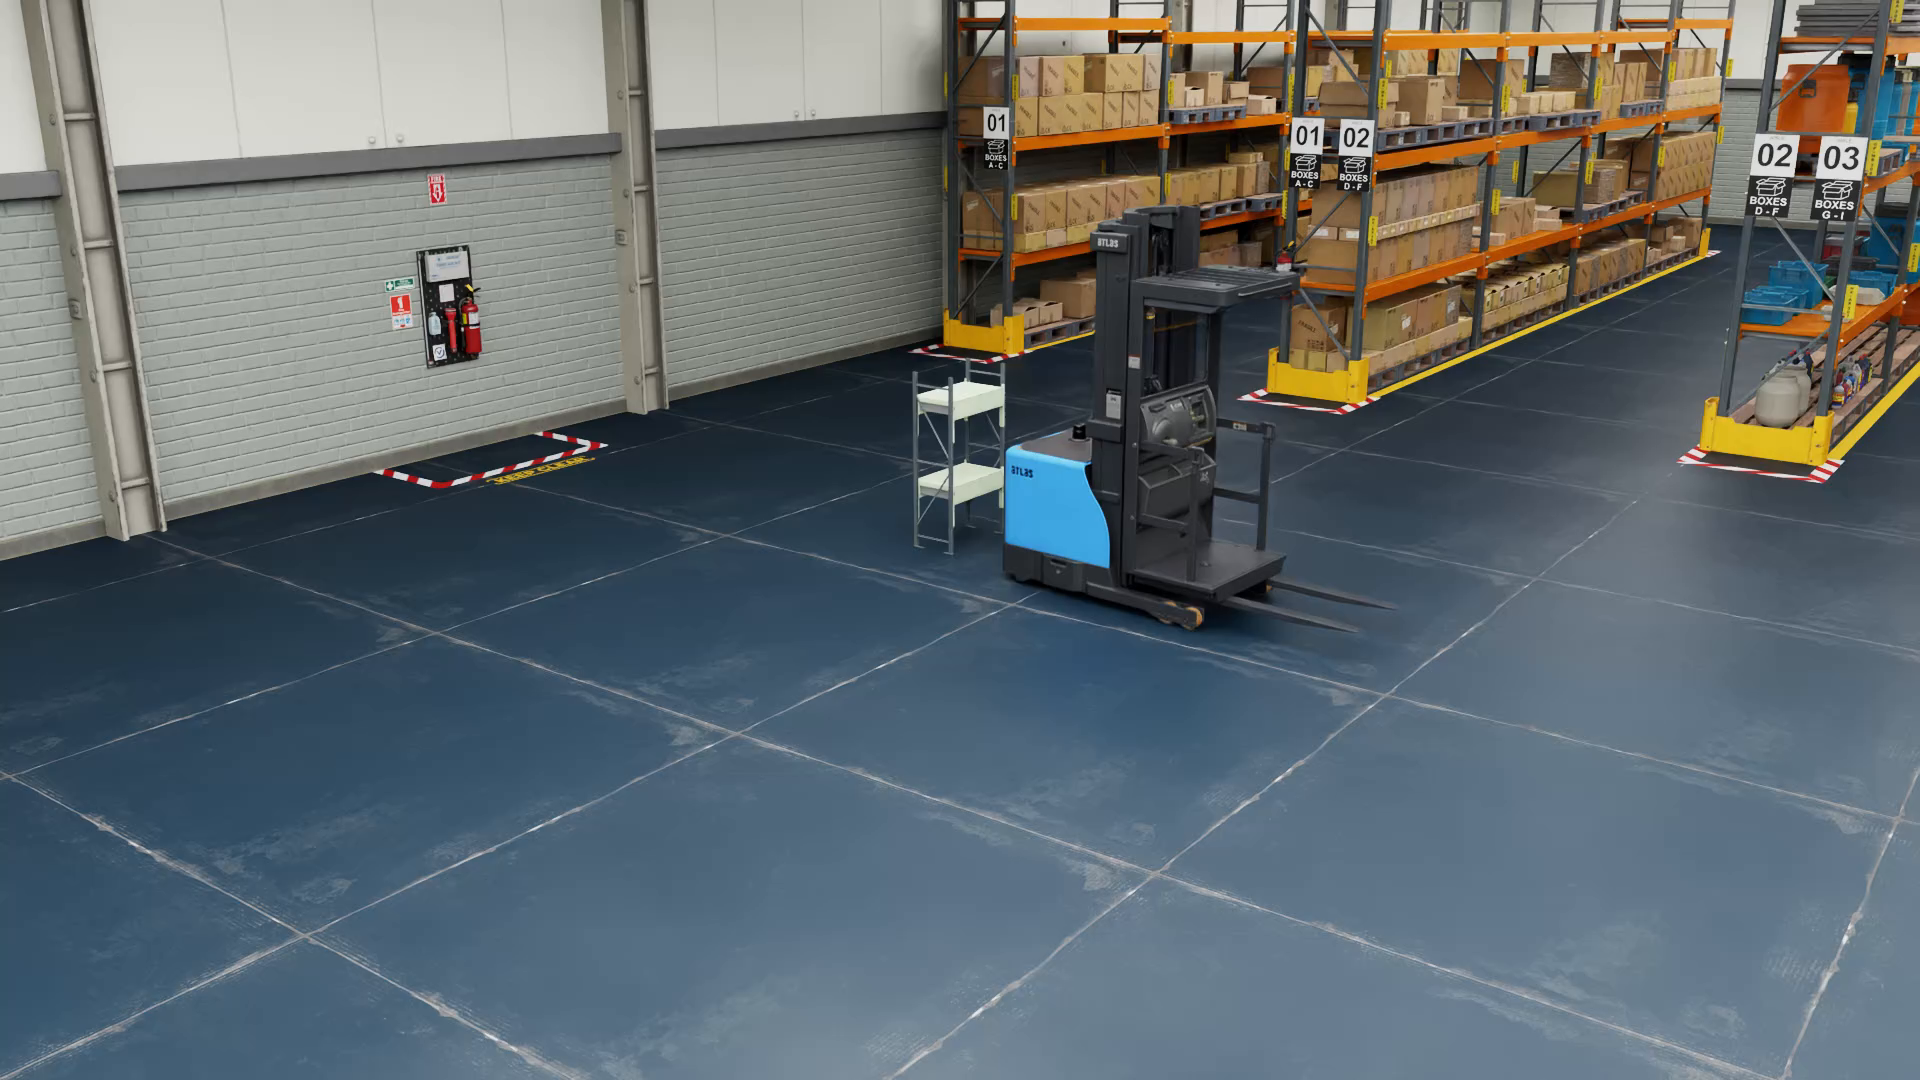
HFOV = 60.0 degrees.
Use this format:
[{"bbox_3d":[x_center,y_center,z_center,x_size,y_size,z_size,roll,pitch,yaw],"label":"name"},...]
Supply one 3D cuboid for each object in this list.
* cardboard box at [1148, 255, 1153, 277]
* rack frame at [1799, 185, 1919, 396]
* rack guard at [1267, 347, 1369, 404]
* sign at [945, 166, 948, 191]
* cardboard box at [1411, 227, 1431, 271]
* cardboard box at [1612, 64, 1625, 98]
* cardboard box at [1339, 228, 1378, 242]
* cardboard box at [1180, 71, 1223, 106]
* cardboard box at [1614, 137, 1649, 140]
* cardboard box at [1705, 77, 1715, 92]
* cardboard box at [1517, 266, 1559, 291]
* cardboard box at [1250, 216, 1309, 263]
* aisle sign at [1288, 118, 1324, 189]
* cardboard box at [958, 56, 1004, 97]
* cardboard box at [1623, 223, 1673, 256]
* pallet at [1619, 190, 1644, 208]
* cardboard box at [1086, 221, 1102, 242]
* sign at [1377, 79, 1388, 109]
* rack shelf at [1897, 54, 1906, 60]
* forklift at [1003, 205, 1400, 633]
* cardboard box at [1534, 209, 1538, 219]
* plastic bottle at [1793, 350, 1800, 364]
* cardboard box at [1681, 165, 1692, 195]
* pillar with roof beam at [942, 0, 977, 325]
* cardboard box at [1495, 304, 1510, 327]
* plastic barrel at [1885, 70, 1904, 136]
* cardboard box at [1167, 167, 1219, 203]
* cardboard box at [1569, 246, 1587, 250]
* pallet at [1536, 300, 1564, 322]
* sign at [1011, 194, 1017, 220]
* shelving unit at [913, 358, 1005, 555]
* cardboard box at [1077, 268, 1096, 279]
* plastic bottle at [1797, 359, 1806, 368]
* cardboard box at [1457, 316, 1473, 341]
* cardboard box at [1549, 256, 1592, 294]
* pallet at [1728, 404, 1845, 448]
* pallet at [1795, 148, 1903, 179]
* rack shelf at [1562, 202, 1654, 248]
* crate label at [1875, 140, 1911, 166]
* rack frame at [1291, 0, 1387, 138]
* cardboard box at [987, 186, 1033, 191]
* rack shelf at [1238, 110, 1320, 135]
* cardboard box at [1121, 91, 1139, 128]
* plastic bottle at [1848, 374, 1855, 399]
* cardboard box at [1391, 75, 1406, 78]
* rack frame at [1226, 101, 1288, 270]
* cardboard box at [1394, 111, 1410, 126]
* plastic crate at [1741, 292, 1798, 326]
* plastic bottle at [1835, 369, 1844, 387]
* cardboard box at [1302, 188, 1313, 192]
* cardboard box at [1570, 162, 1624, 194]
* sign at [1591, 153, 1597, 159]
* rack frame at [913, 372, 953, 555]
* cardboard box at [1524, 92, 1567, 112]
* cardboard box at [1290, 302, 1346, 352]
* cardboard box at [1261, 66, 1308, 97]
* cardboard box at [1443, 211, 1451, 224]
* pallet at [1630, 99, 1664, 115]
[{"bbox_3d":[3.079,-4.183,26.129,0.700,0.500,0.500,13,22,37],"label":"cardboard box"},{"bbox_3d":[10.610,-3.238,19.613,1.000,3.000,0.127,12,21,35],"label":"rack frame"},{"bbox_3d":[4.237,-1.962,19.718,1.175,0.500,0.348,12,21,35],"label":"rack guard"},{"bbox_3d":[-0.163,-4.843,22.295,0.100,0.325,0.005,12,21,35],"label":"sign"},{"bbox_3d":[5.460,-3.687,20.891,0.700,0.500,0.500,13,22,36],"label":"cardboard box"},{"bbox_3d":[10.249,-7.323,26.664,0.600,0.600,0.600,11,21,33],"label":"cardboard box"},{"bbox_3d":[4.658,-3.574,19.434,0.380,0.149,0.250,12,21,34],"label":"cardboard box"},{"bbox_3d":[3.779,-7.079,26.048,0.500,0.500,0.500,12,21,33],"label":"cardboard box"},{"bbox_3d":[11.798,-6.833,29.336,0.500,0.500,0.500,12,21,34],"label":"cardboard box"},{"bbox_3d":[13.386,-8.285,30.218,0.500,0.250,0.500,12,21,35],"label":"cardboard box"},{"bbox_3d":[8.599,-3.929,24.820,0.500,0.311,0.500,12,21,34],"label":"cardboard box"},{"bbox_3d":[5.581,-5.267,29.064,0.750,0.750,0.750,12,21,34],"label":"cardboard box"},{"bbox_3d":[3.976,-4.439,19.097,0.394,0.787,0.004,12,21,35],"label":"aisle sign"},{"bbox_3d":[0.318,-6.152,22.051,0.500,0.500,0.500,14,22,37],"label":"cardboard box"},{"bbox_3d":[12.516,-5.486,30.319,0.797,0.503,0.637,12,21,35],"label":"cardboard box"},{"bbox_3d":[10.837,-5.757,28.048,1.003,0.211,1.213,12,21,35],"label":"pallet"},{"bbox_3d":[1.726,-4.400,23.575,0.500,0.250,0.500,13,21,35],"label":"cardboard box"},{"bbox_3d":[4.693,-4.950,18.460,0.100,0.325,0.005,12,21,35],"label":"sign"},{"bbox_3d":[11.802,-6.045,20.423,1.077,0.370,4.000,12,21,35],"label":"rack shelf"},{"bbox_3d":[1.792,-0.920,12.264,3.031,2.935,1.130,14,22,38],"label":"forklift"},{"bbox_3d":[8.329,-4.845,24.939,0.500,0.311,0.500,12,21,34],"label":"cardboard box"},{"bbox_3d":[9.796,-2.064,19.557,0.144,0.351,0.185,13,22,36],"label":"plastic bottle"},{"bbox_3d":[12.828,-6.503,29.959,0.500,0.500,0.500,12,21,34],"label":"cardboard box"},{"bbox_3d":[3.450,-6.460,19.872,9.100,9.000,0.400,12,21,35],"label":"pillar with roof beam"},{"bbox_3d":[7.379,-3.175,23.339,0.500,0.250,0.500,13,22,36],"label":"cardboard box"},{"bbox_3d":[10.739,-5.069,19.607,0.600,0.901,0.708,12,21,35],"label":"plastic barrel"},{"bbox_3d":[3.691,-5.656,26.488,0.700,0.500,0.500,16,24,42],"label":"cardboard box"},{"bbox_3d":[10.003,-4.597,27.461,0.500,0.500,0.500,11,21,33],"label":"cardboard box"},{"bbox_3d":[8.496,-3.546,25.306,1.003,0.211,1.213,12,21,35],"label":"pallet"},{"bbox_3d":[0.706,-4.353,21.745,0.100,0.325,0.005,12,21,35],"label":"sign"},{"bbox_3d":[-0.004,-0.715,14.016,0.431,1.500,0.755,12,21,35],"label":"shelving unit"},{"bbox_3d":[2.068,-3.751,24.737,0.500,0.500,0.500,11,20,31],"label":"cardboard box"},{"bbox_3d":[9.807,-1.970,19.389,0.097,0.271,0.097,0,17,0],"label":"plastic bottle"},{"bbox_3d":[6.534,-2.852,22.300,0.500,0.250,0.500,12,21,35],"label":"cardboard box"},{"bbox_3d":[9.519,-4.141,25.994,0.500,0.500,0.500,14,22,37],"label":"cardboard box"},{"bbox_3d":[8.723,-1.172,17.663,1.003,0.211,1.213,12,21,35],"label":"pallet"},{"bbox_3d":[8.799,-3.807,16.707,1.003,0.211,1.213,12,21,35],"label":"pallet"},{"bbox_3d":[10.210,-5.200,27.143,1.077,0.370,4.000,12,21,35],"label":"rack shelf"},{"bbox_3d":[9.608,-4.034,17.369,0.502,0.251,0.408,12,21,35],"label":"crate label"},{"bbox_3d":[4.251,-6.026,18.476,1.000,3.000,0.127,12,21,35],"label":"rack frame"},{"bbox_3d":[0.689,-4.600,22.953,0.500,0.500,0.500,13,21,35],"label":"cardboard box"},{"bbox_3d":[6.229,-7.507,29.514,1.077,0.370,4.000,12,21,35],"label":"rack shelf"},{"bbox_3d":[2.240,-6.196,23.879,0.500,0.500,0.500,10,20,30],"label":"cardboard box"},{"bbox_3d":[9.942,-1.723,18.592,0.097,0.271,0.097,0,17,0],"label":"plastic bottle"},{"bbox_3d":[8.044,-8.621,31.266,0.500,0.250,0.500,12,21,35],"label":"cardboard box"},{"bbox_3d":[5.037,-5.941,28.318,1.000,3.000,0.127,12,21,35],"label":"rack frame"},{"bbox_3d":[5.094,-4.990,19.678,0.380,0.149,0.250,12,21,35],"label":"cardboard box"},{"bbox_3d":[8.285,-2.386,17.121,0.499,0.251,0.616,12,21,35],"label":"plastic crate"},{"bbox_3d":[9.965,-1.804,18.835,0.061,0.283,0.133,12,21,35],"label":"plastic bottle"},{"bbox_3d":[5.852,-6.334,28.879,0.500,0.500,0.500,13,22,36],"label":"cardboard box"},{"bbox_3d":[10.581,-6.020,27.693,0.500,0.500,0.700,-16,23,-42],"label":"cardboard box"},{"bbox_3d":[10.961,-6.527,28.744,0.100,0.325,0.005,12,21,35],"label":"sign"},{"bbox_3d":[-0.222,-0.627,13.735,0.400,1.500,0.023,12,21,35],"label":"rack frame"},{"bbox_3d":[8.495,-6.382,24.225,0.500,0.250,0.500,13,22,36],"label":"cardboard box"},{"bbox_3d":[4.332,-2.587,20.181,0.500,0.500,0.500,12,21,35],"label":"cardboard box"},{"bbox_3d":[5.554,-7.893,28.634,0.700,0.500,0.500,11,20,32],"label":"cardboard box"},{"bbox_3d":[6.037,-4.127,21.213,0.380,0.149,0.250,12,21,34],"label":"cardboard box"},{"bbox_3d":[10.956,-7.219,27.693,1.213,0.211,1.003,12,21,35],"label":"pallet"}]
